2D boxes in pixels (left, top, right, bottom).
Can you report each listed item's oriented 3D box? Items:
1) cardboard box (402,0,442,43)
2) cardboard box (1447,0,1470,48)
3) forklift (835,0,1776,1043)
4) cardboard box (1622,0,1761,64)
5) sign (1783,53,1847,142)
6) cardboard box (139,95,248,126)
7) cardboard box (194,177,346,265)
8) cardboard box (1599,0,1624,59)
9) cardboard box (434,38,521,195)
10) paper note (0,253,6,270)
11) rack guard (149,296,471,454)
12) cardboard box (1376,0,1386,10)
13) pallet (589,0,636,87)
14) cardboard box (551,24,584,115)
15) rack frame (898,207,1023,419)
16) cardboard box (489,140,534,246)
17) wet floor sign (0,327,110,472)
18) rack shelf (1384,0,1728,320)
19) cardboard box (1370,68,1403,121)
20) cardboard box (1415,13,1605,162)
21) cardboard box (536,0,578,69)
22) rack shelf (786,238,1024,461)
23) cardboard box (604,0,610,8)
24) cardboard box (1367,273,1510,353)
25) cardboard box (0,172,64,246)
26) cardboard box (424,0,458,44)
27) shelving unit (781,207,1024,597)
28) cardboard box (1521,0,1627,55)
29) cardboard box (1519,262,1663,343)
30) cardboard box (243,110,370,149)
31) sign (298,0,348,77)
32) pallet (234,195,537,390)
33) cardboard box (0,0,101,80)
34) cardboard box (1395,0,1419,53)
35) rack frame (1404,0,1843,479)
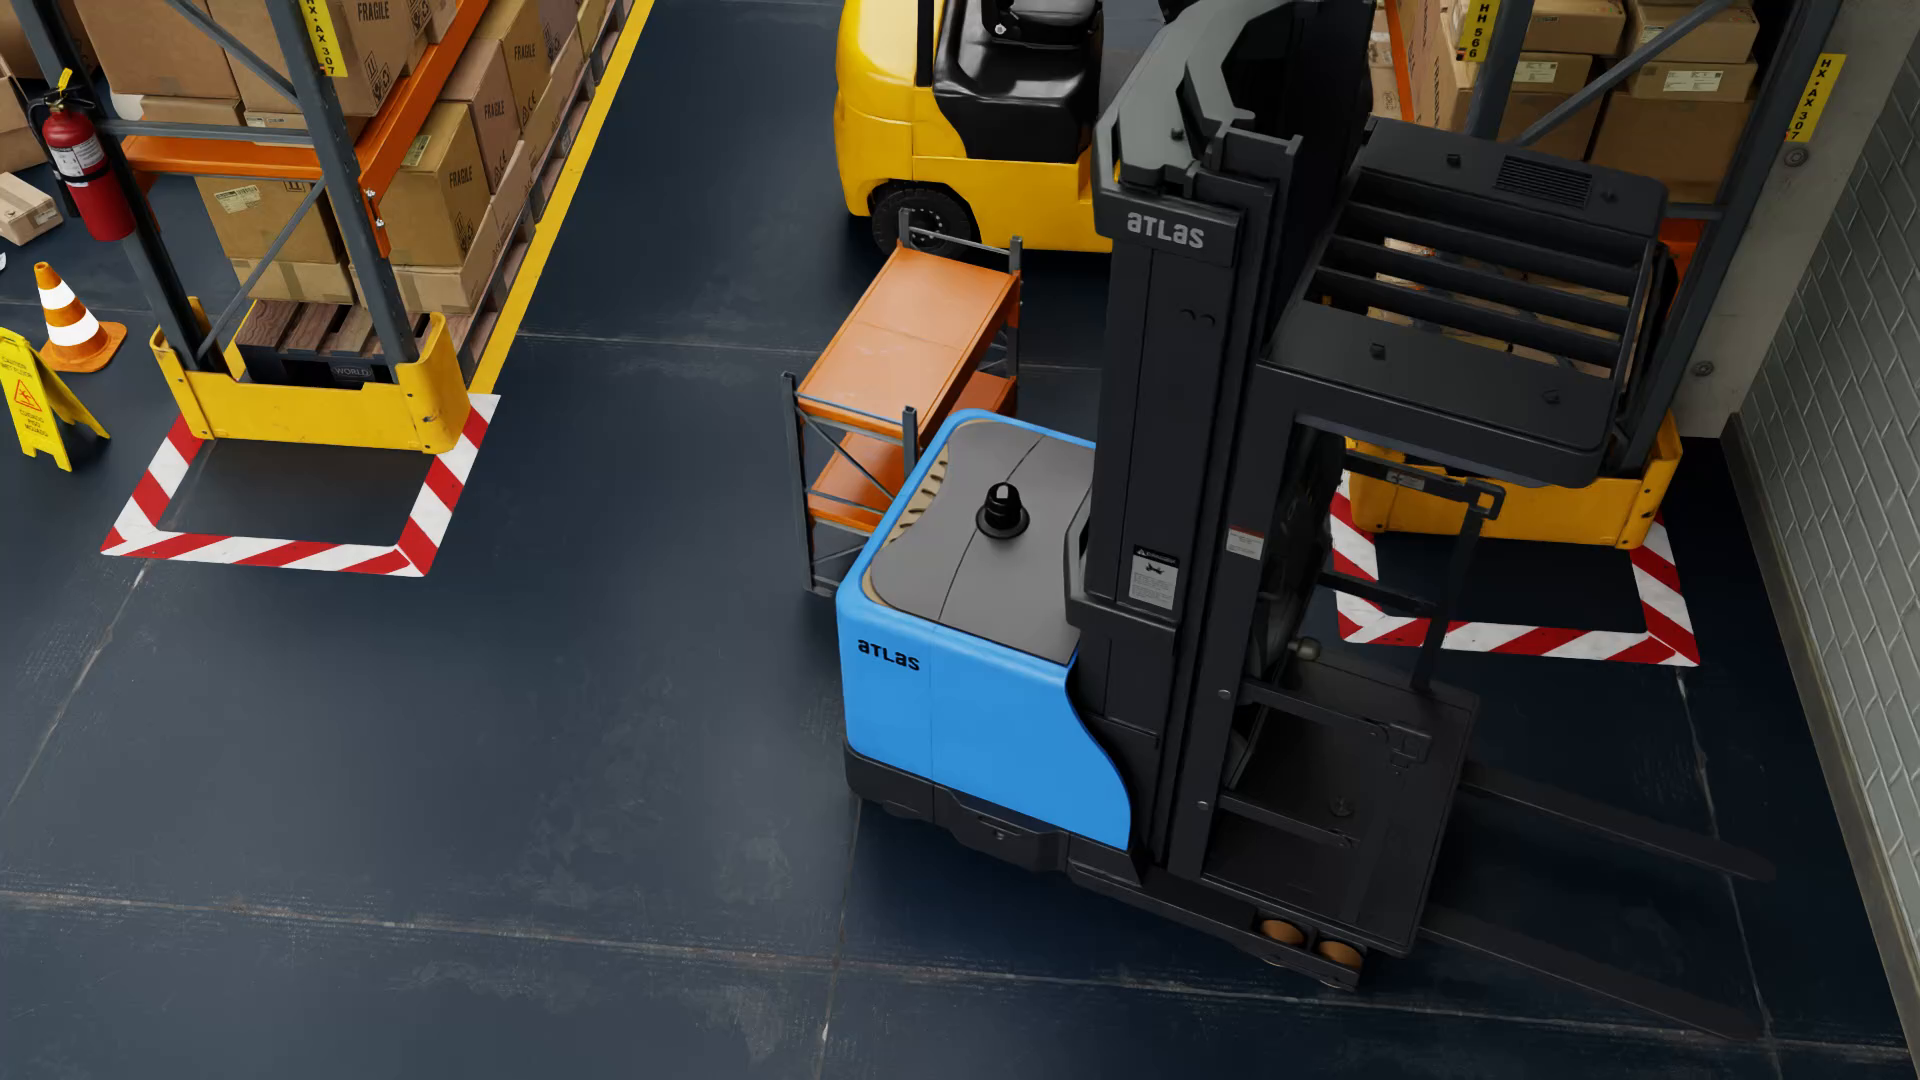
[{"bbox_3d":[-2.375,-2.329,6.578,0.500,0.500,0.500,5,48,5],"label":"cardboard box"},{"bbox_3d":[1.951,-1.870,5.920,0.380,0.149,0.250,5,48,4],"label":"cardboard box"},{"bbox_3d":[1.161,0.019,4.746,3.031,2.935,1.130,18,50,16],"label":"forklift"},{"bbox_3d":[2.449,-1.739,5.599,0.380,0.149,0.250,3,48,3],"label":"cardboard box"},{"bbox_3d":[2.757,-1.431,5.386,0.100,0.325,0.005,4,48,4],"label":"sign"},{"bbox_3d":[-2.917,-1.689,6.432,0.380,0.149,0.250,5,48,5],"label":"cardboard box"},{"bbox_3d":[-2.925,-1.558,7.213,0.500,0.500,0.500,4,48,4],"label":"cardboard box"},{"bbox_3d":[2.454,-1.824,5.878,0.380,0.149,0.250,4,48,4],"label":"cardboard box"},{"bbox_3d":[-2.344,-1.928,7.551,0.500,0.500,0.500,2,48,2],"label":"cardboard box"},{"bbox_3d":[-4.634,-1.311,7.929,0.148,0.019,0.142,-11,49,-10],"label":"paper note"},{"bbox_3d":[-2.731,-0.697,7.049,1.175,0.500,0.348,4,48,4],"label":"rack guard"},{"bbox_3d":[2.123,-2.568,7.968,0.500,0.250,0.500,5,48,5],"label":"cardboard box"},{"bbox_3d":[-2.400,-2.987,9.339,1.003,0.211,1.213,4,48,4],"label":"pallet"},{"bbox_3d":[-2.249,-2.420,8.509,0.500,0.250,0.500,5,48,4],"label":"cardboard box"},{"bbox_3d":[0.001,-0.821,6.739,0.500,1.125,0.032,17,50,15],"label":"rack frame"},{"bbox_3d":[-2.335,-1.647,7.803,0.500,0.250,0.500,5,48,5],"label":"cardboard box"},{"bbox_3d":[-3.821,-0.623,6.882,0.267,0.644,0.232,19,50,17],"label":"wet floor sign"},{"bbox_3d":[2.388,-2.381,7.382,1.077,0.370,4.000,4,48,4],"label":"rack shelf"},{"bbox_3d":[2.013,-1.811,7.275,0.500,0.250,0.500,4,48,4],"label":"cardboard box"},{"bbox_3d":[1.989,-1.567,6.082,0.500,0.500,0.500,3,48,3],"label":"cardboard box"},{"bbox_3d":[-2.250,-2.689,8.247,0.500,0.500,0.500,6,48,6],"label":"cardboard box"},{"bbox_3d":[-0.191,-0.671,6.205,0.538,0.278,1.000,17,50,15],"label":"rack shelf"},{"bbox_3d":[-2.160,-3.185,9.209,0.500,0.250,0.500,6,48,5],"label":"cardboard box"},{"bbox_3d":[1.938,-0.915,6.794,0.500,0.250,0.500,3,48,3],"label":"cardboard box"},{"bbox_3d":[-4.630,-1.621,8.132,0.380,0.149,0.250,28,53,23],"label":"cardboard box"},{"bbox_3d":[-2.318,-2.195,6.895,0.380,0.149,0.250,5,48,4],"label":"cardboard box"},{"bbox_3d":[-0.191,-0.474,6.421,0.538,1.125,1.048,17,50,15],"label":"shelving unit"},{"bbox_3d":[2.028,-1.784,5.640,0.380,0.149,0.250,4,48,4],"label":"cardboard box"},{"bbox_3d":[2.438,-1.045,6.575,0.500,0.250,0.500,3,48,3],"label":"cardboard box"},{"bbox_3d":[-2.501,-1.636,6.383,0.380,0.149,0.250,4,48,4],"label":"cardboard box"},{"bbox_3d":[-2.198,-1.741,5.723,0.100,0.325,0.005,4,48,4],"label":"sign"},{"bbox_3d":[-2.622,-1.194,7.699,1.003,0.211,1.213,4,48,4],"label":"pallet"},{"bbox_3d":[-5.022,-2.837,8.912,0.797,0.637,0.503,4,48,4],"label":"cardboard box"},{"bbox_3d":[2.091,-2.324,6.775,0.500,0.500,0.500,3,48,3],"label":"cardboard box"},{"bbox_3d":[2.205,-1.154,5.772,1.000,3.000,0.127,4,48,4],"label":"rack frame"}]
